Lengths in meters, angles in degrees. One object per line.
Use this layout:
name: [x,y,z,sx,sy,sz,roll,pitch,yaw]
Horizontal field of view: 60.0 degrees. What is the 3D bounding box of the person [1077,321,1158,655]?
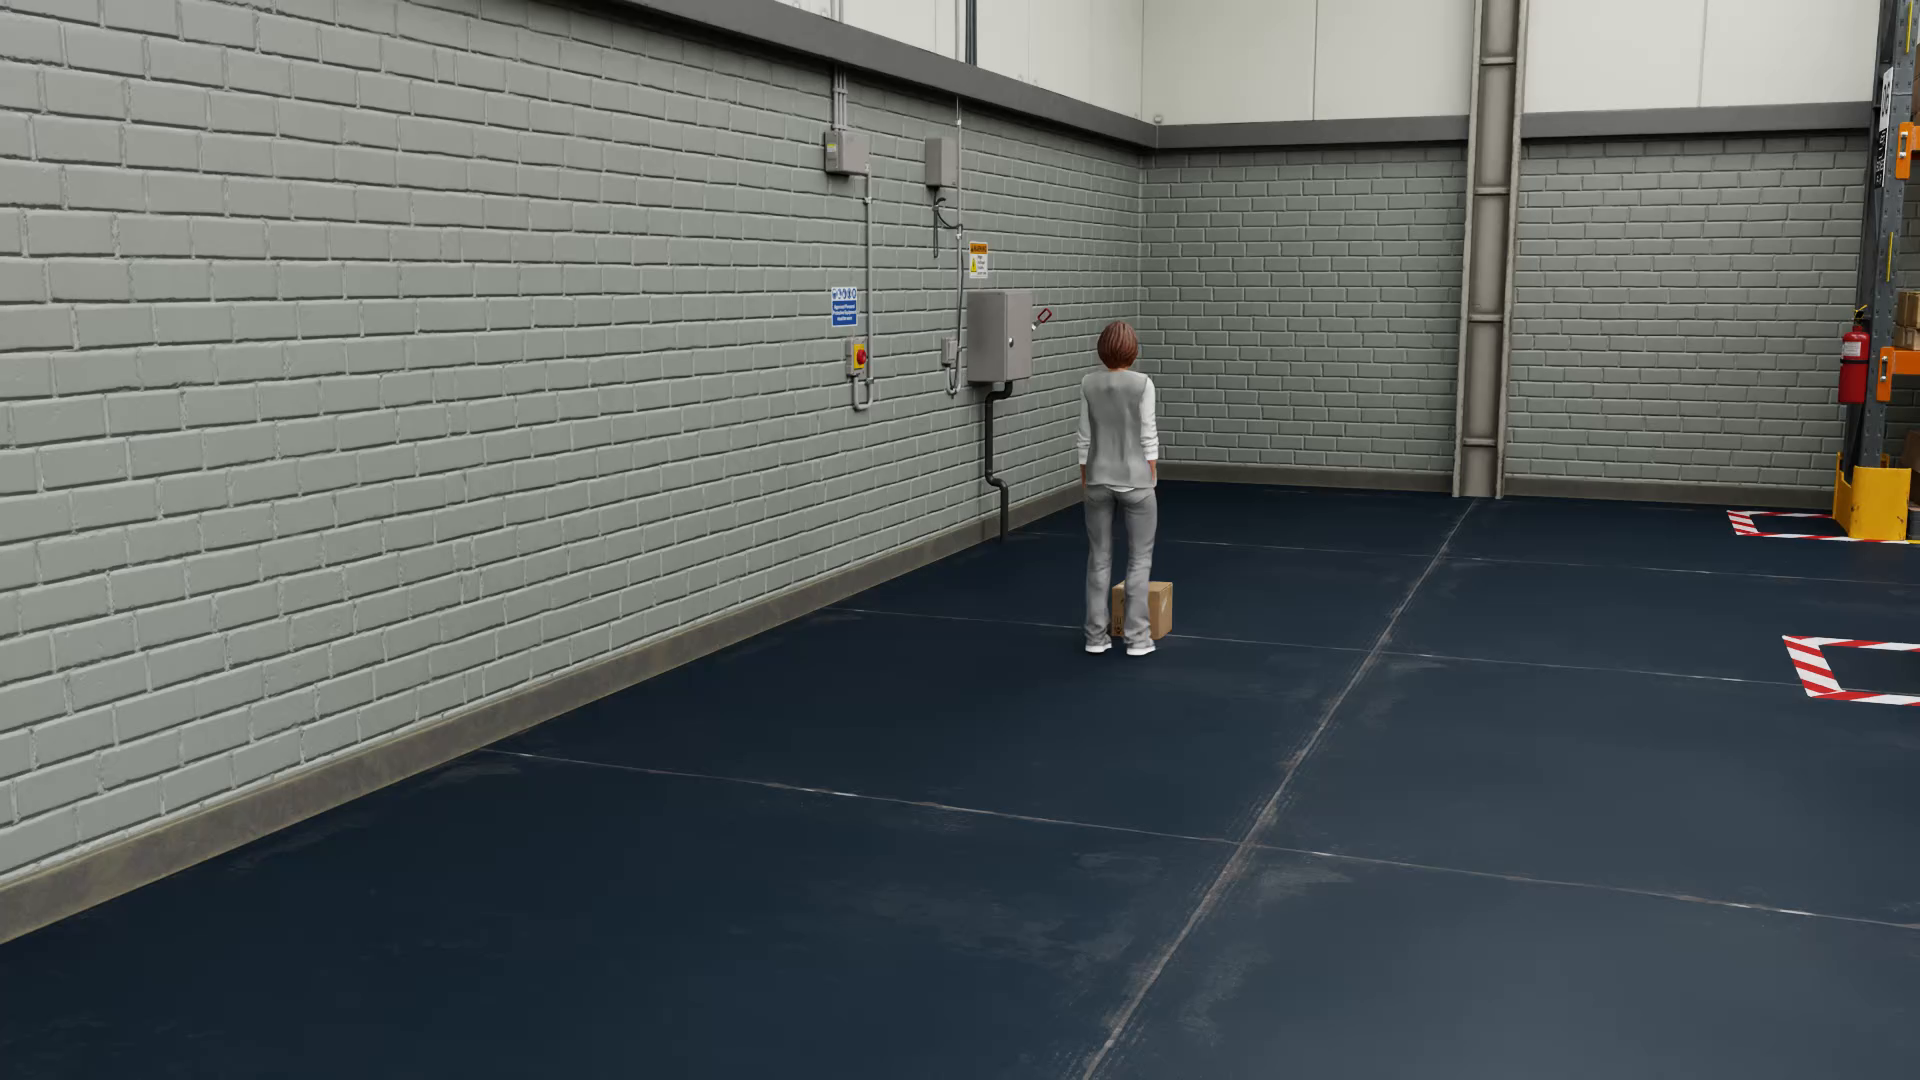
person: [0.750,-0.240,7.954,0.408,1.588,0.307,4,10,22]
